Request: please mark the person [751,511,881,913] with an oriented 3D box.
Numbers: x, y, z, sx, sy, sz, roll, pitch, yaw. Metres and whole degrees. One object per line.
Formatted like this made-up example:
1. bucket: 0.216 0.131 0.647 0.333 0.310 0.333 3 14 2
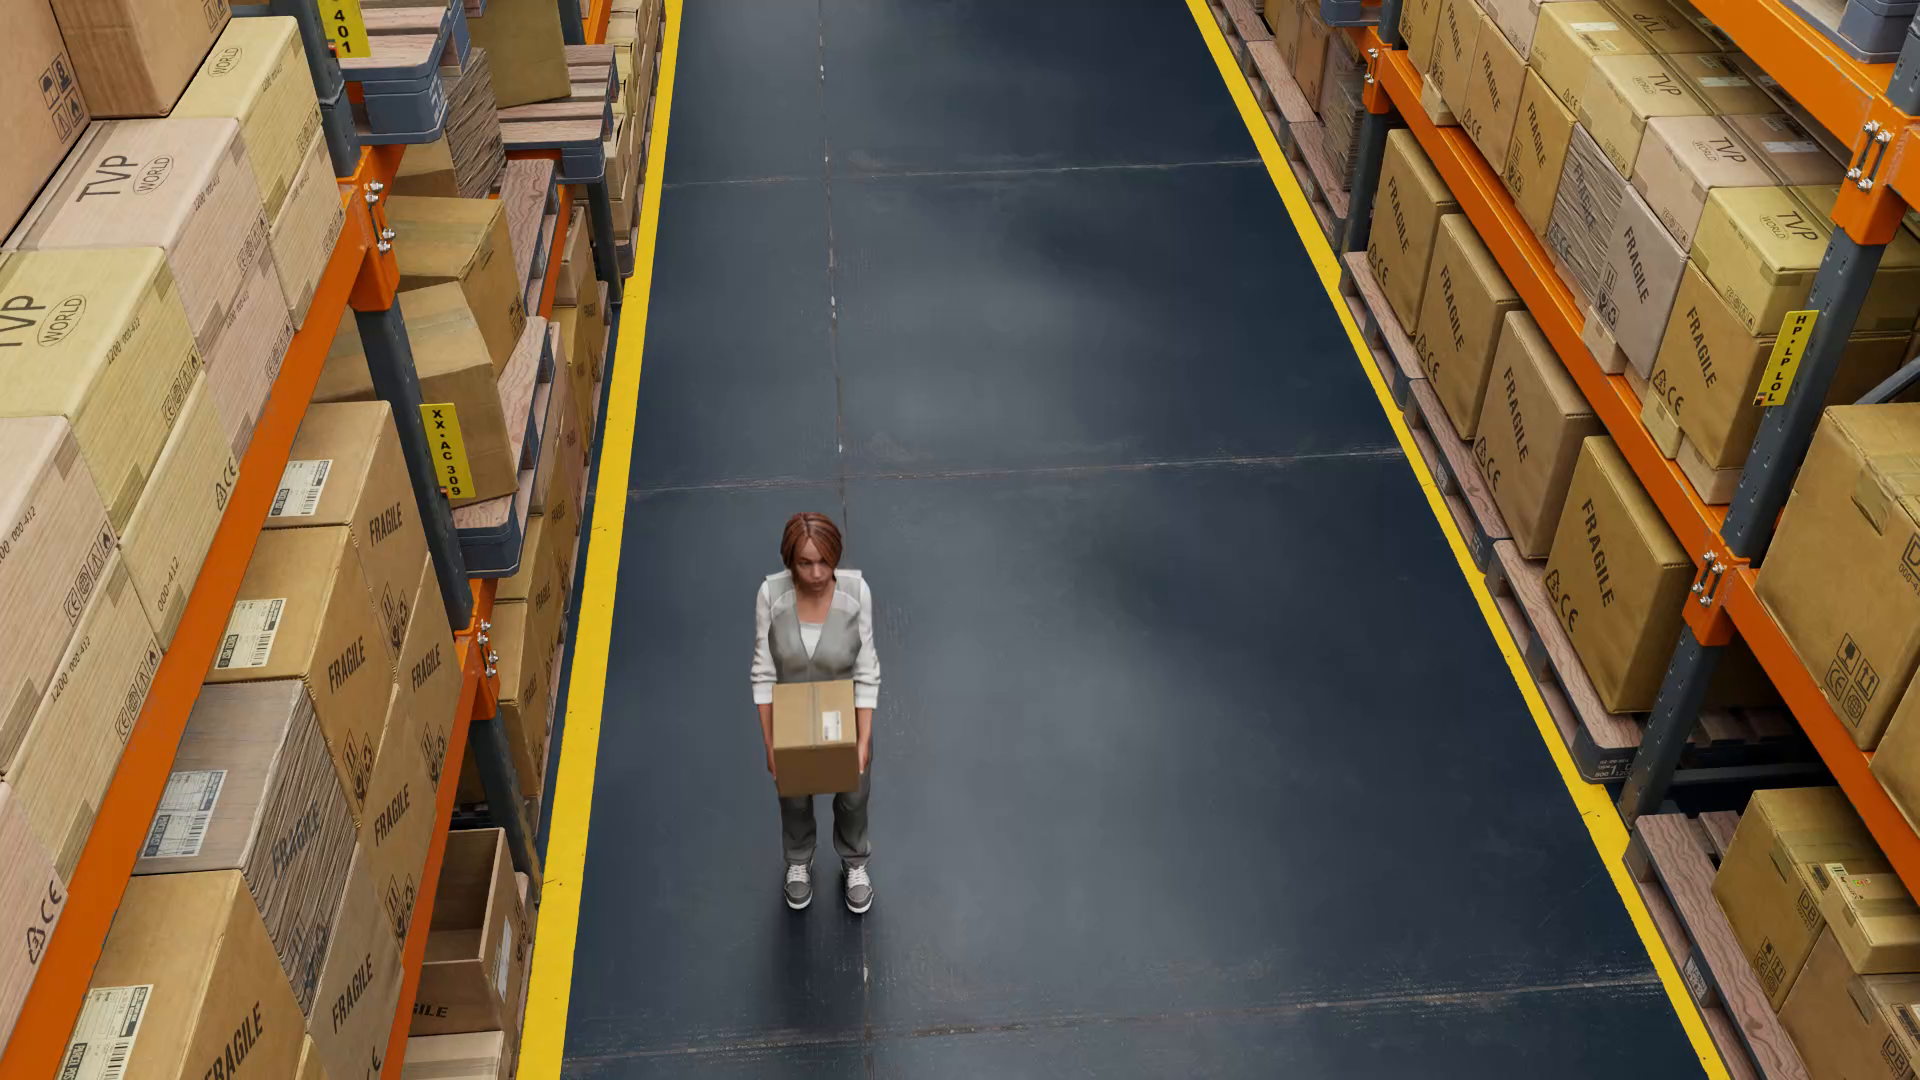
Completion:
1. person: -0.453 0.634 5.402 0.408 1.589 0.493 -3 40 -4
